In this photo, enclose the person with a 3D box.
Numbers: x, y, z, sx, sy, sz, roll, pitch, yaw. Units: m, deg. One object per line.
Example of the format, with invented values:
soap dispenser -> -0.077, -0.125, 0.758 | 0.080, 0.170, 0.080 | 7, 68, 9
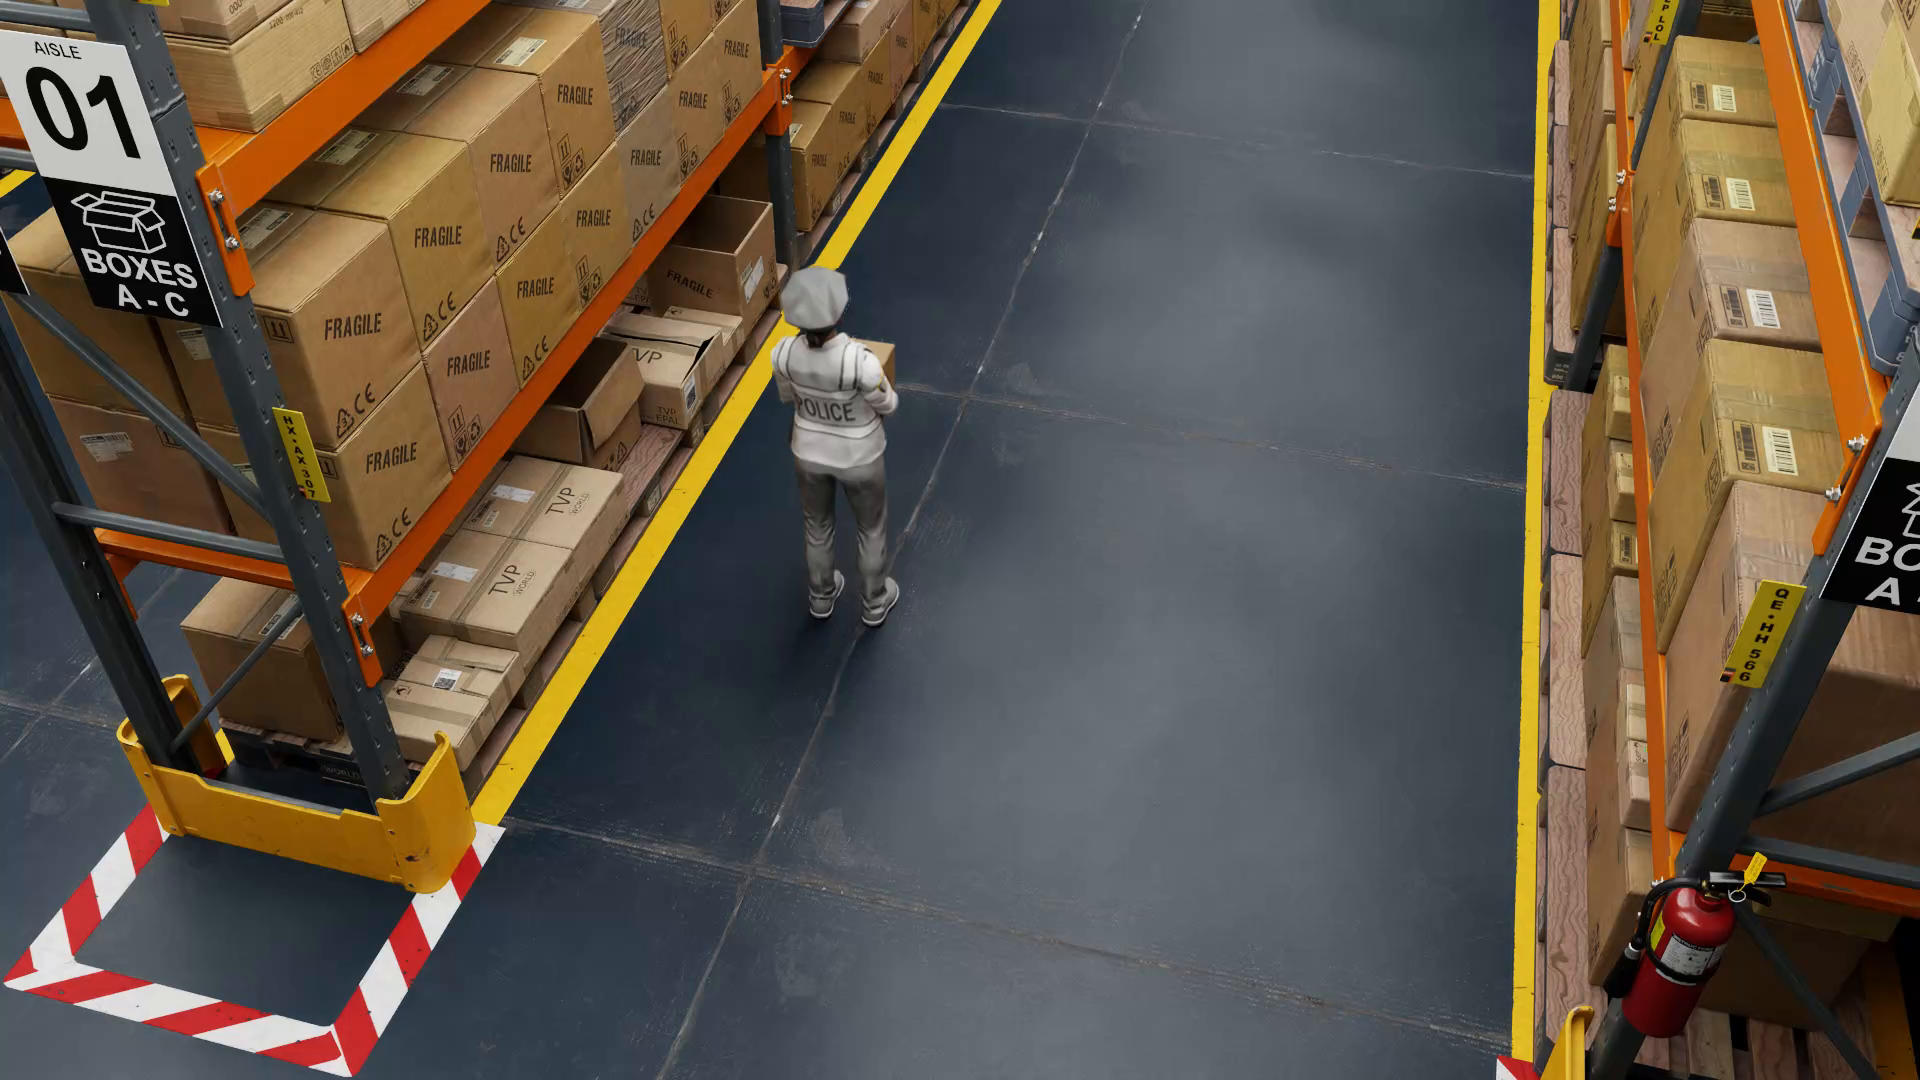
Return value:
person -> -0.465, -0.390, 6.579 | 0.466, 1.693, 0.554 | 10, 42, 12
